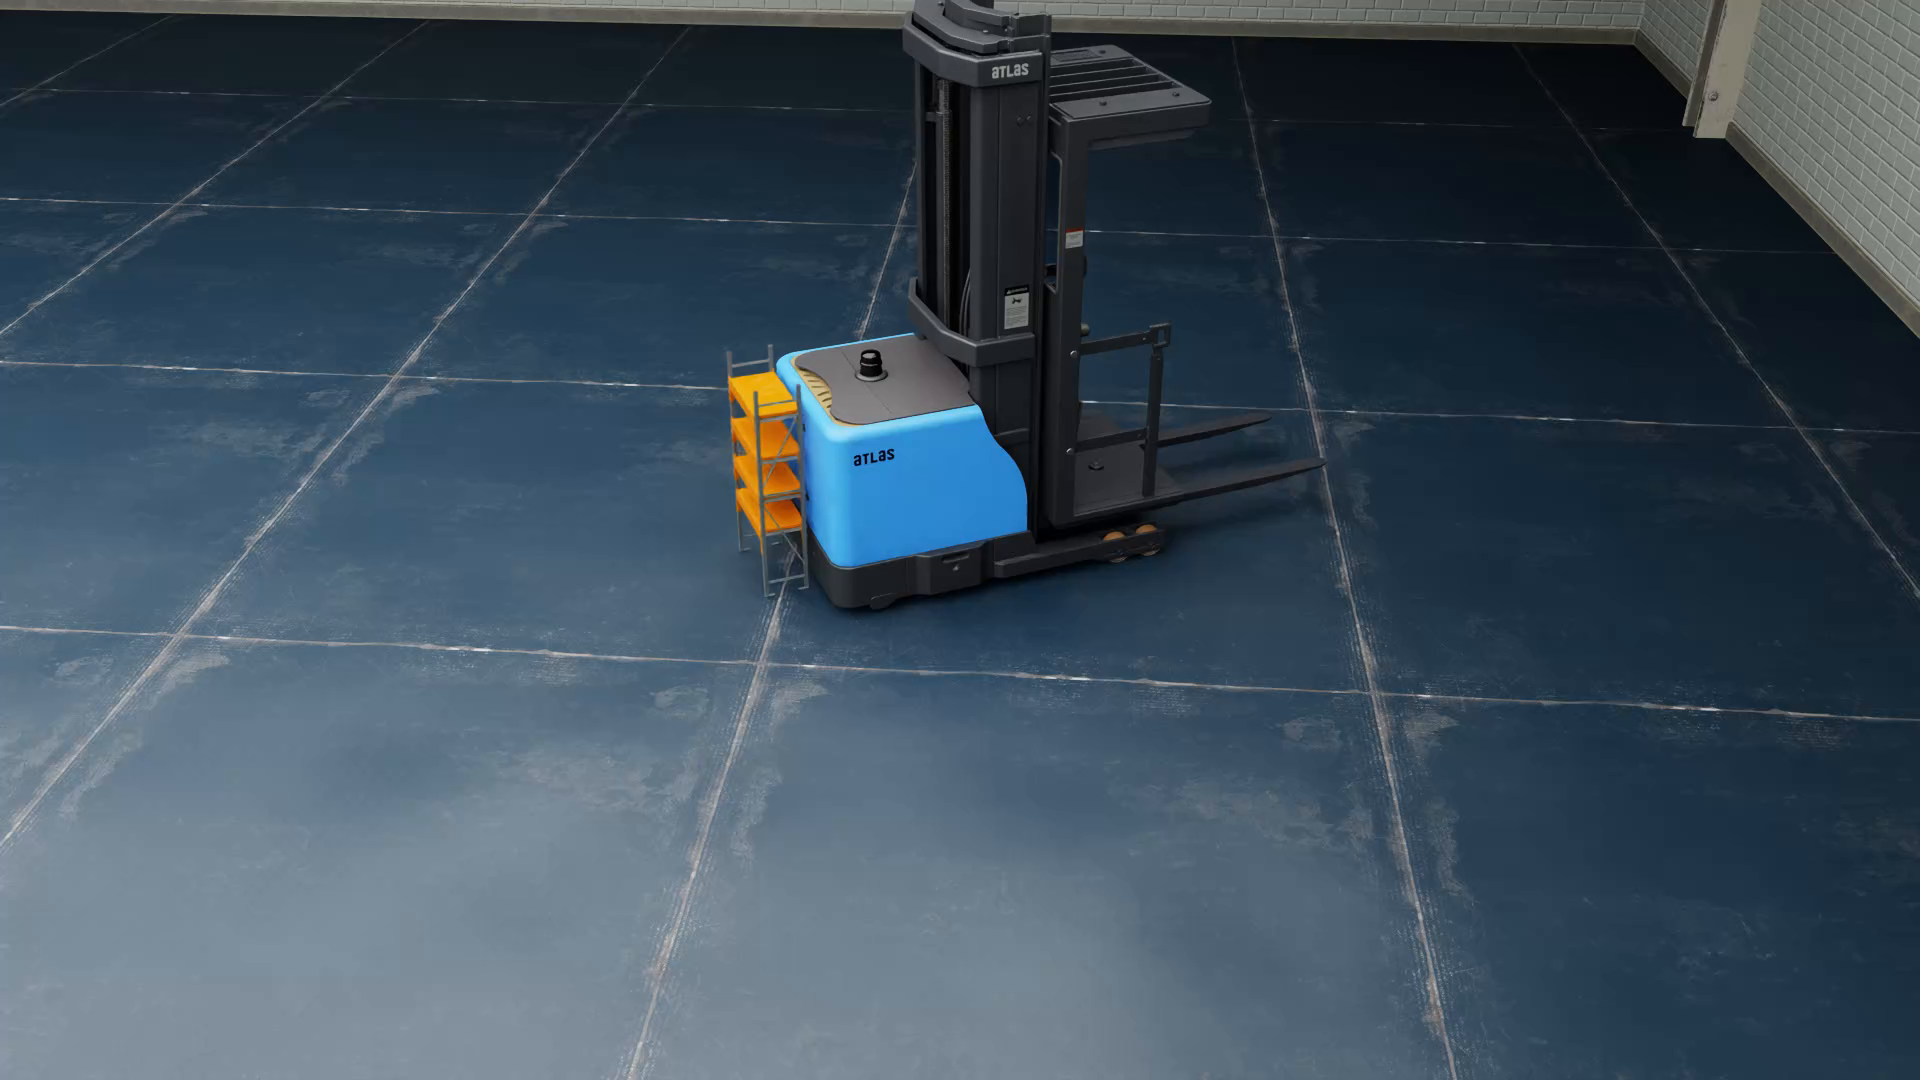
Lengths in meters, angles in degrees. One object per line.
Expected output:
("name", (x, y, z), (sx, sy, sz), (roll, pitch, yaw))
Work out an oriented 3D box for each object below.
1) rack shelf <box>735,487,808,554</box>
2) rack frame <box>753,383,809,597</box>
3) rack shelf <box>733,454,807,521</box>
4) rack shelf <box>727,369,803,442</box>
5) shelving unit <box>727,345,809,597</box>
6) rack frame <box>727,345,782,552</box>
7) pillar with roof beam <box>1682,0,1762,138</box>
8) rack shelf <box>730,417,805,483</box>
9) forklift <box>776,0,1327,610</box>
("rack shelf", (-1.003, -0.128, 8.817), (0.258, 0.148, 0.480), (-11, 33, -19))
("rack frame", (-0.908, -0.236, 8.486), (0.240, 1.200, 0.015), (-11, 33, -19))
("rack shelf", (-1.000, -0.297, 8.713), (0.258, 0.148, 0.480), (-11, 33, -19))
("rack shelf", (-0.994, -0.690, 8.474), (0.258, 0.148, 0.480), (-11, 33, -19))
("shelving unit", (-1.000, -0.355, 8.678), (0.258, 1.200, 0.503), (-11, 33, -19))
("rack frame", (-1.091, -0.474, 8.871), (0.240, 1.200, 0.015), (-11, 33, -19))
("pillar with roof beam", (2.607, -7.800, 13.330), (9.100, 9.000, 0.400), (2, 32, 4))
("rack shelf", (-0.997, -0.488, 8.597), (0.258, 0.148, 0.480), (-11, 33, -19))
("forklift", (0.583, -1.370, 8.679), (3.031, 2.935, 1.130), (-12, 34, -18))
